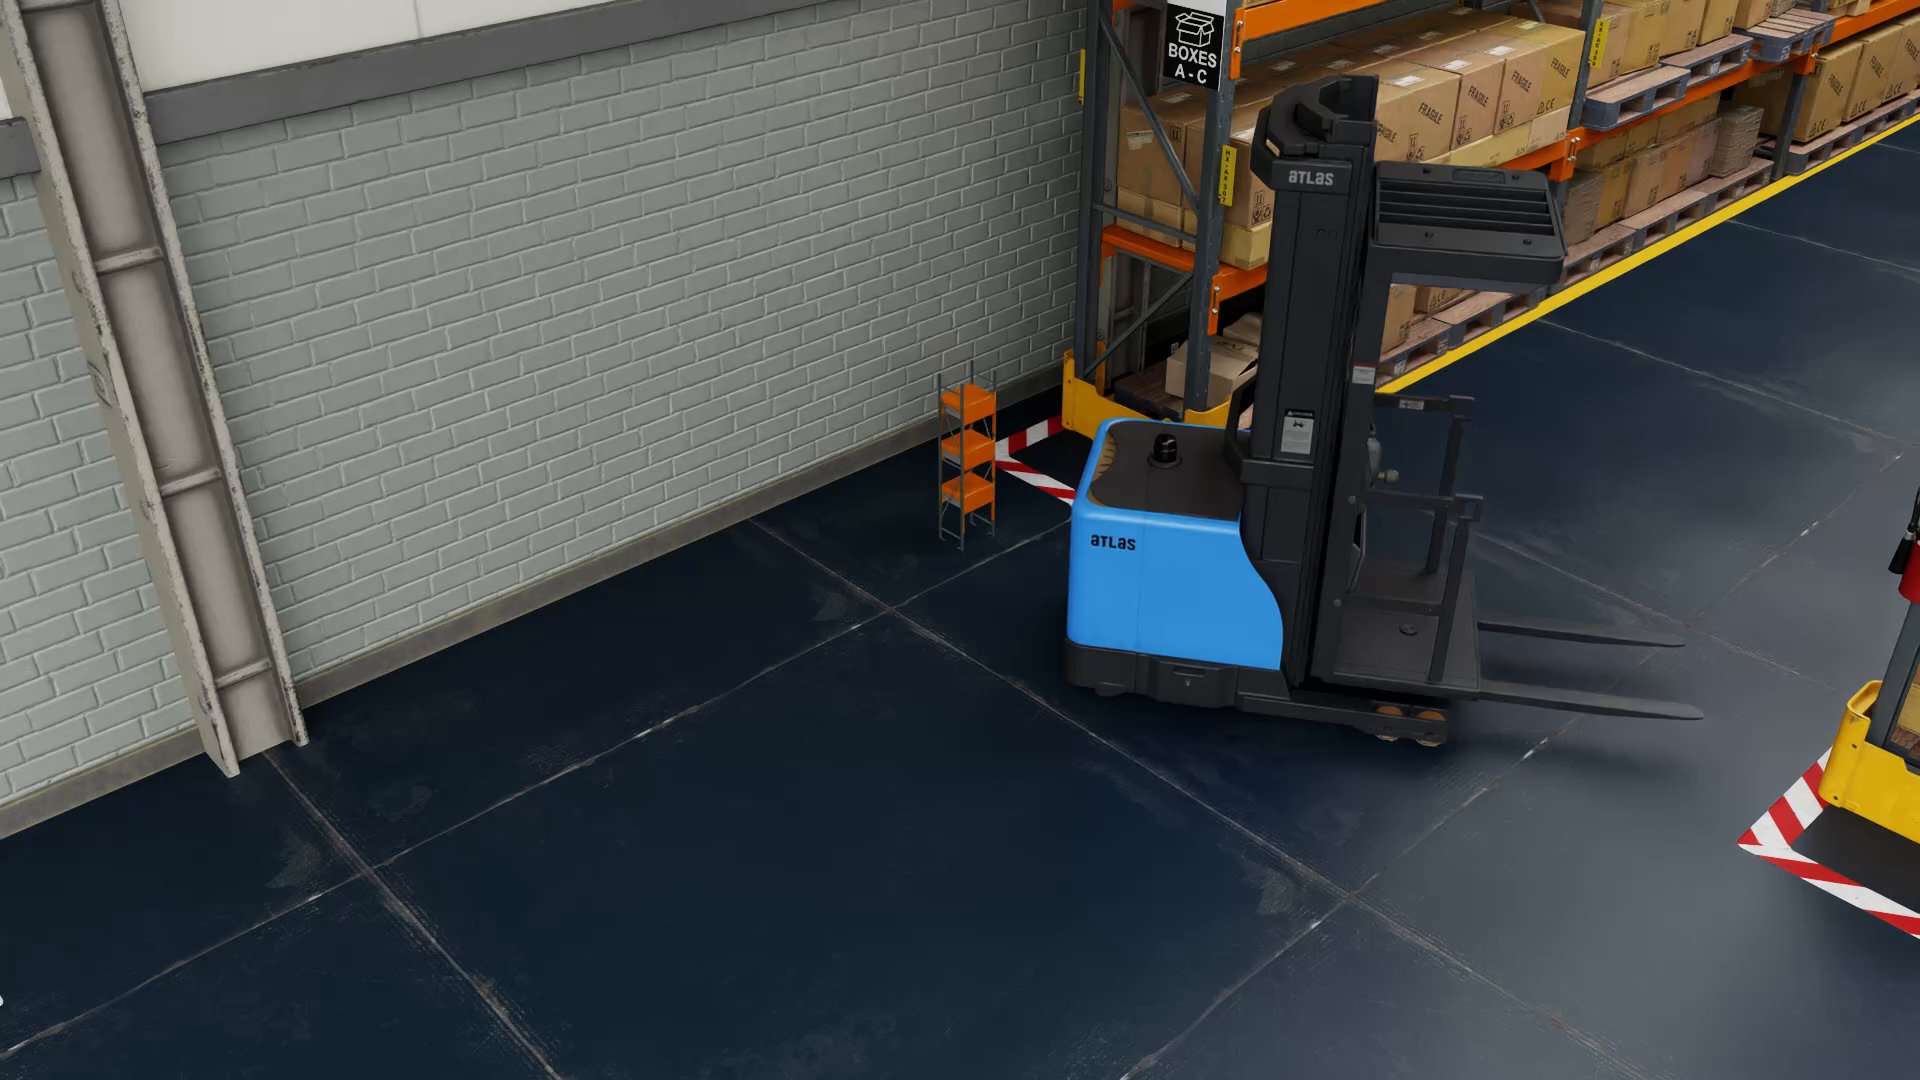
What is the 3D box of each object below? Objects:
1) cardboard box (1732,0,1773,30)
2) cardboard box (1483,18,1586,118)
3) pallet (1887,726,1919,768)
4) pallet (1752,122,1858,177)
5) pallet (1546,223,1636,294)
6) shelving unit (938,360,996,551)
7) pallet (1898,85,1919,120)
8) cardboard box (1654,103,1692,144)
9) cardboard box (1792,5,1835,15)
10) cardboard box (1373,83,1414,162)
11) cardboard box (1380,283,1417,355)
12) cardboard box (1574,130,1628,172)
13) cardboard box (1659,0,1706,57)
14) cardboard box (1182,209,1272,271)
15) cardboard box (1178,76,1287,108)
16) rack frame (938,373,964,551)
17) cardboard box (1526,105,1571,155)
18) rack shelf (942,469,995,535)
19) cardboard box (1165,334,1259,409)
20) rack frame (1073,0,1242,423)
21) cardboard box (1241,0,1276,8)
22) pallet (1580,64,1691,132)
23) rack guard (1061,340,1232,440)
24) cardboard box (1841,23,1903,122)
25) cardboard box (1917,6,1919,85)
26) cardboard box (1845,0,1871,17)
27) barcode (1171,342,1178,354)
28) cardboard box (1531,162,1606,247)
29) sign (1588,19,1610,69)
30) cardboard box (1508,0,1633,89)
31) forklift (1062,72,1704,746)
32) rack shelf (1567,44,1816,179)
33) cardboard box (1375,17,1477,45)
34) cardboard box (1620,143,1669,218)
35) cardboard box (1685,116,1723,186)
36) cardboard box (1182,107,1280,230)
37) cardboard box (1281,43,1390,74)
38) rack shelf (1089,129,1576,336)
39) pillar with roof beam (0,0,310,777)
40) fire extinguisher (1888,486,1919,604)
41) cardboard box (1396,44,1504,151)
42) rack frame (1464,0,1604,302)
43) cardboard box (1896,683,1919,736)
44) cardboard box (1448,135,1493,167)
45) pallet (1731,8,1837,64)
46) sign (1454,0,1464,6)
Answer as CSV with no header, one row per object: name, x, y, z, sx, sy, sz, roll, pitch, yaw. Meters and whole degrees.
cardboard box,6.237,-4.535,13.607,0.700,0.500,0.500,25,39,35
cardboard box,3.897,-3.243,11.419,0.500,0.500,0.500,-26,40,-36
pallet,5.003,0.950,7.828,1.213,0.211,1.003,-26,40,-35
pallet,7.596,-3.745,15.506,1.213,0.211,1.003,-26,40,-35
pallet,4.603,-2.352,13.228,1.213,0.211,1.003,-26,40,-35
shelving unit,0.039,-0.467,9.342,0.252,1.050,0.215,-26,40,-35
pallet,9.385,-4.610,16.921,1.213,0.211,1.003,-26,40,-35
cardboard box,5.639,-3.487,13.667,0.500,0.250,0.500,-26,40,-36
cardboard box,7.365,-4.613,14.475,0.250,0.149,0.380,-26,40,-36
cardboard box,2.407,-2.517,10.231,0.500,0.500,0.500,-27,41,-37
cardboard box,2.659,-1.621,11.335,0.700,0.500,0.500,26,40,36
cardboard box,4.882,-3.131,13.085,0.500,0.250,0.500,-27,40,-36
cardboard box,5.306,-4.104,12.902,0.500,0.500,0.700,-20,37,-29
cardboard box,1.674,-1.842,9.846,0.500,0.250,0.500,-27,41,-37
cardboard box,1.677,-2.534,10.258,0.500,0.500,0.500,-25,39,-35
rack frame,-0.050,-0.424,9.271,0.008,1.050,0.200,-26,40,-35
cardboard box,3.892,-2.925,11.618,0.500,0.250,0.500,-26,40,-35
rack shelf,0.039,-0.221,9.492,0.240,0.259,0.215,-26,40,-35
cardboard box,1.669,-1.097,10.659,0.500,0.311,0.500,24,39,34
rack frame,1.100,-1.846,9.728,0.127,3.000,1.000,-26,40,-35
cardboard box,1.515,-3.200,8.952,0.500,0.500,0.500,-25,39,-34
pallet,4.692,-3.398,12.450,1.213,0.211,1.003,-26,40,-35
rack guard,1.156,-0.806,10.424,0.348,0.500,1.175,-26,40,-35
cardboard box,8.241,-4.464,15.668,0.750,0.750,0.750,-26,40,-36
cardboard box,9.511,-5.084,16.682,0.750,0.750,0.750,-25,40,-35
cardboard box,7.808,-4.761,14.717,0.250,0.149,0.380,-24,39,-34
barcode,1.410,-1.261,10.918,0.075,0.075,0.001,-26,40,-35
cardboard box,4.562,-2.653,13.023,0.500,0.500,0.700,-24,39,-34
sign,4.408,-3.429,11.487,0.005,0.325,0.100,-26,40,-35
cardboard box,4.429,-3.663,12.181,0.500,0.500,0.700,-26,40,-35
forklift,2.085,-0.568,7.704,3.031,2.935,1.130,7,32,11
rack shelf,5.500,-3.667,13.396,4.000,0.370,1.077,-26,40,-35
cardboard box,3.165,-3.260,11.447,0.500,0.500,0.500,-26,40,-36
cardboard box,5.308,-3.021,13.625,0.500,0.500,0.700,-25,40,-35
cardboard box,6.017,-3.391,14.229,0.500,0.500,0.700,-26,40,-36
cardboard box,1.654,-2.165,9.655,0.500,0.500,0.500,-26,40,-35
cardboard box,2.422,-2.897,10.853,0.500,0.500,0.500,-25,39,-35
rack shelf,2.567,-2.248,11.076,4.000,0.370,1.077,-26,40,-35
pillar with roof beam,-0.447,-1.209,2.936,0.400,9.000,9.100,-26,40,-35
fire extinguisher,4.068,-0.055,6.873,0.183,0.674,0.296,-26,40,-35
cardboard box,3.158,-2.889,10.840,0.500,0.500,0.500,-27,41,-37
rack frame,4.033,-3.265,12.048,0.127,3.000,1.000,-26,40,-35
cardboard box,4.663,0.738,7.735,0.500,0.250,0.500,-26,40,-35
cardboard box,3.163,-2.567,11.032,0.500,0.250,0.500,-26,40,-36
pallet,6.516,-4.308,13.938,1.003,0.211,1.213,-26,40,-35
sign,3.653,-3.970,12.091,0.005,0.325,0.100,-26,40,-35
